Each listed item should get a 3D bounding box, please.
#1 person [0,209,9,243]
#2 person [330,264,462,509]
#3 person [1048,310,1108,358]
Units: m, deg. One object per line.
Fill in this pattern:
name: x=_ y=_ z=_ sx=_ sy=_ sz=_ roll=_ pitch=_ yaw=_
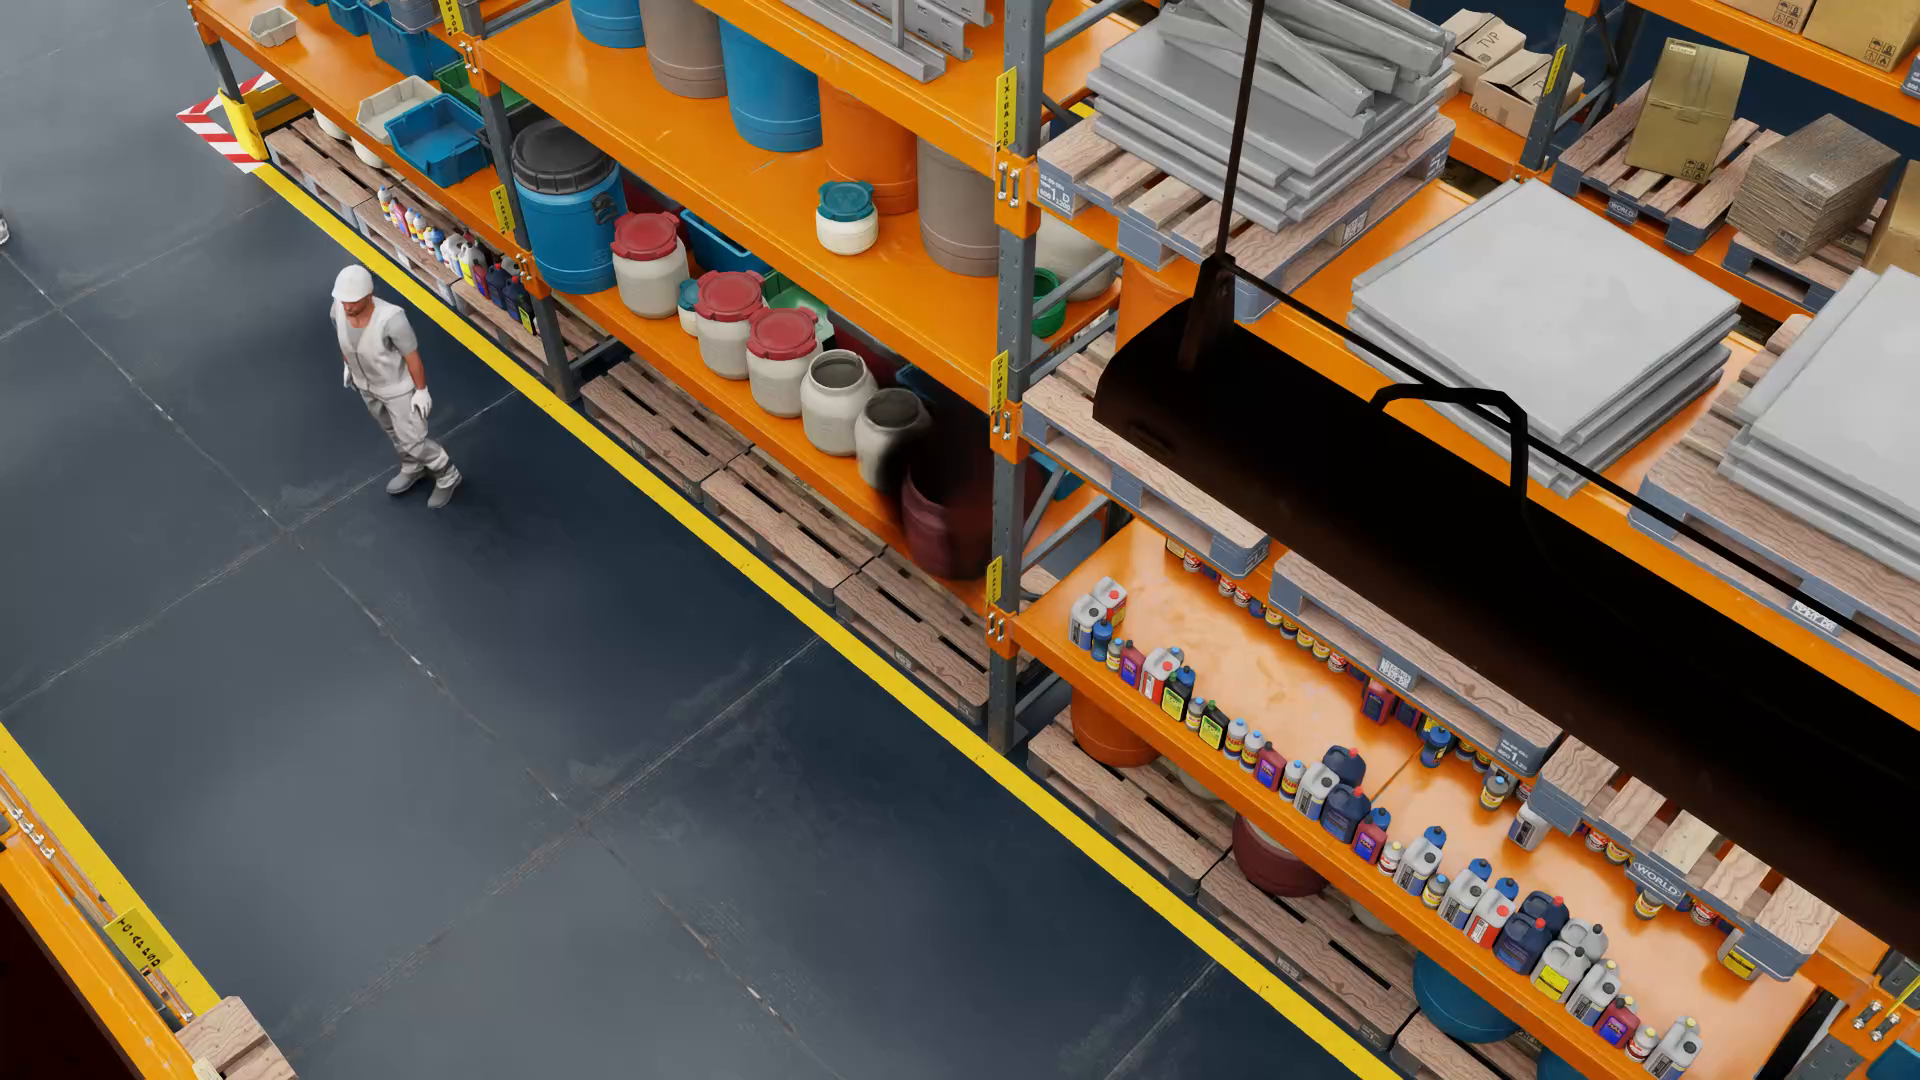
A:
person: x=-7.267 y=-2.832 z=11.743 sx=0.465 sy=1.581 sz=0.510 roll=-8 pitch=50 yaw=-7
person: x=-3.470 y=-0.935 z=10.024 sx=0.616 sy=1.814 sz=0.361 roll=21 pitch=53 yaw=16
person: x=0.705 y=-1.157 z=10.268 sx=0.364 sy=1.676 sz=0.523 roll=-24 pitch=54 yaw=-19
